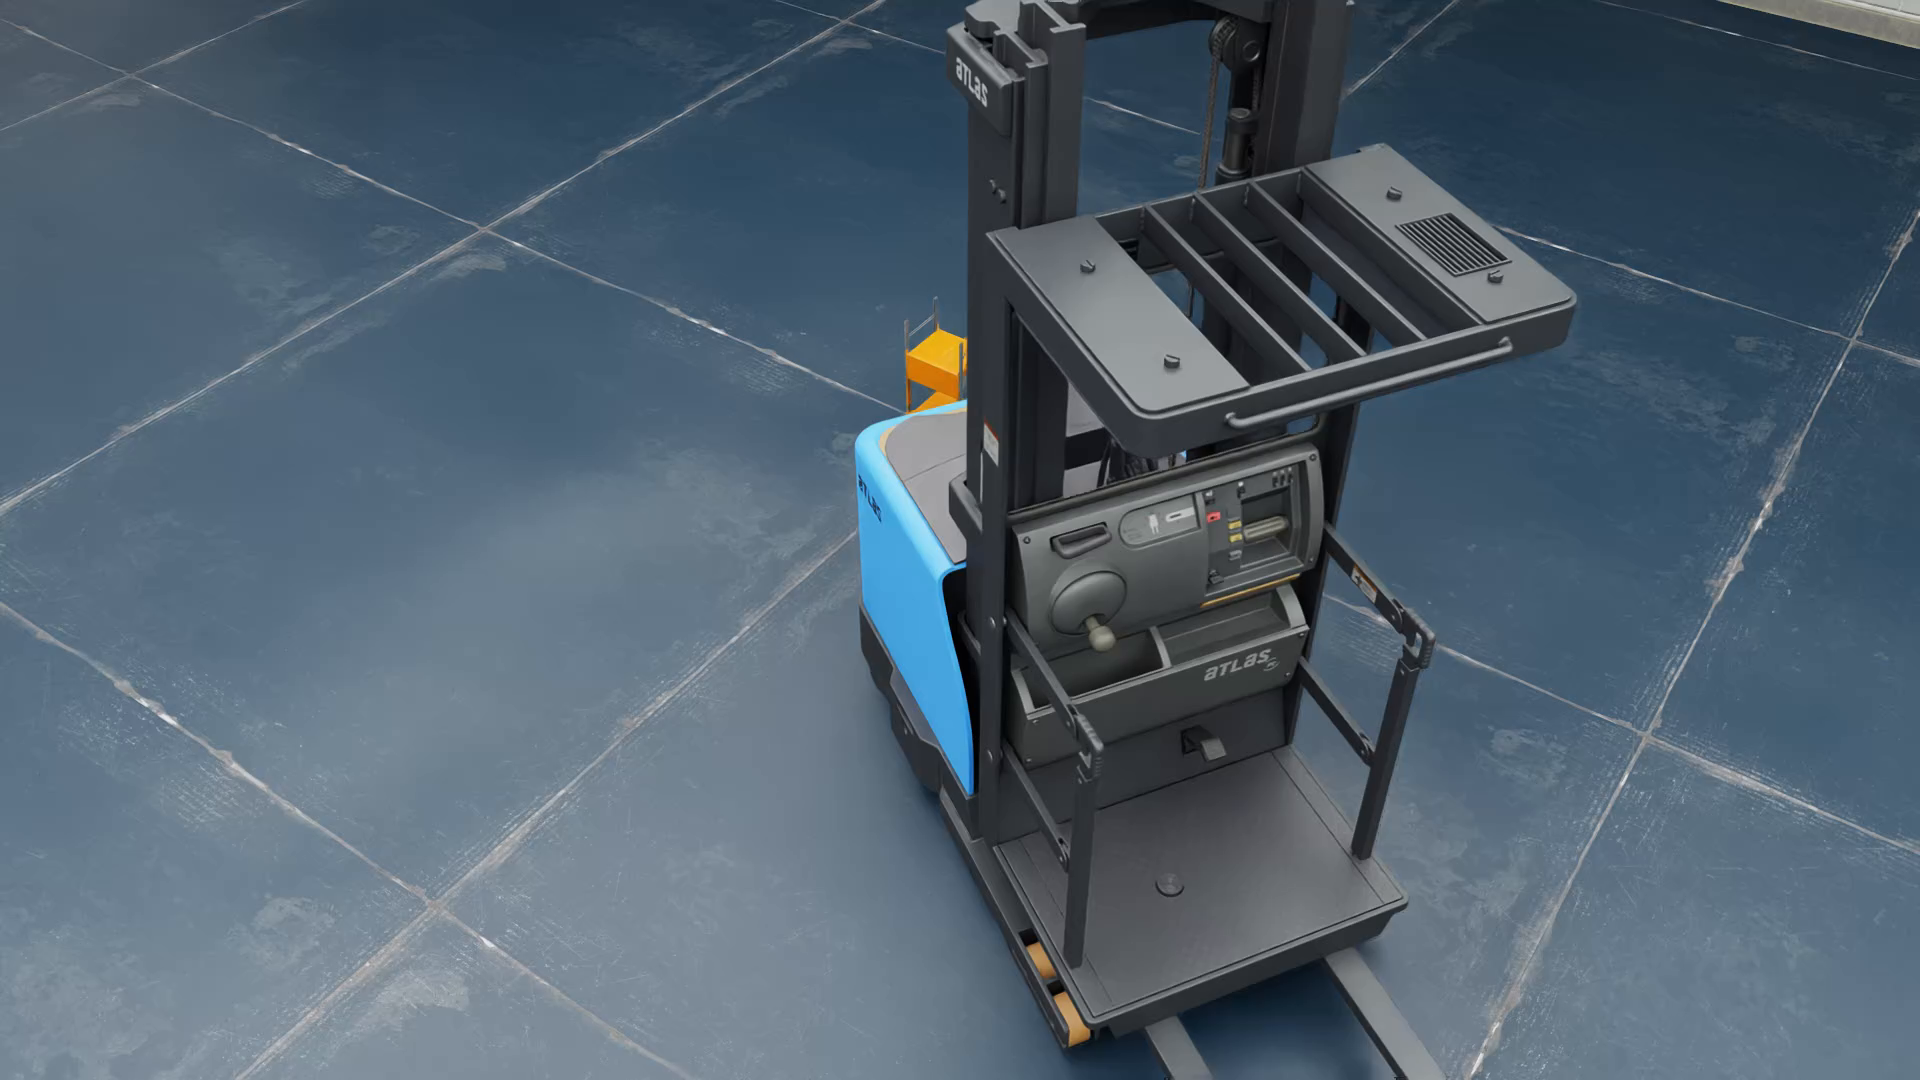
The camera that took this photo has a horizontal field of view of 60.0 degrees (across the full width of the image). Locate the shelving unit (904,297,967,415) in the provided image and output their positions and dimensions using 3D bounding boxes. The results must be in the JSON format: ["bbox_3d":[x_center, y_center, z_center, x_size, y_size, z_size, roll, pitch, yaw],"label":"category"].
[{"bbox_3d":[-0.044,-0.412,6.423,0.252,1.050,0.215,25,48,25],"label":"shelving unit"}]

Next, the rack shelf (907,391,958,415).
[{"bbox_3d":[-0.044,-0.404,6.430,0.240,0.259,0.215,25,48,25],"label":"rack shelf"}]

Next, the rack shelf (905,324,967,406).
[{"bbox_3d":[-0.044,-0.615,6.241,0.240,0.259,0.215,25,48,25],"label":"rack shelf"}]

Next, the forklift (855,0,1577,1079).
[{"bbox_3d":[0.676,0.108,4.431,1.130,2.935,3.031,-16,44,-17],"label":"forklift"}]

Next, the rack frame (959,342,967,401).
[{"bbox_3d":[0.056,-0.365,6.371,0.008,1.050,0.200,25,48,25],"label":"rack frame"}]

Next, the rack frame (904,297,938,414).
[{"bbox_3d":[-0.144,-0.458,6.475,0.008,1.050,0.200,25,48,25],"label":"rack frame"}]
